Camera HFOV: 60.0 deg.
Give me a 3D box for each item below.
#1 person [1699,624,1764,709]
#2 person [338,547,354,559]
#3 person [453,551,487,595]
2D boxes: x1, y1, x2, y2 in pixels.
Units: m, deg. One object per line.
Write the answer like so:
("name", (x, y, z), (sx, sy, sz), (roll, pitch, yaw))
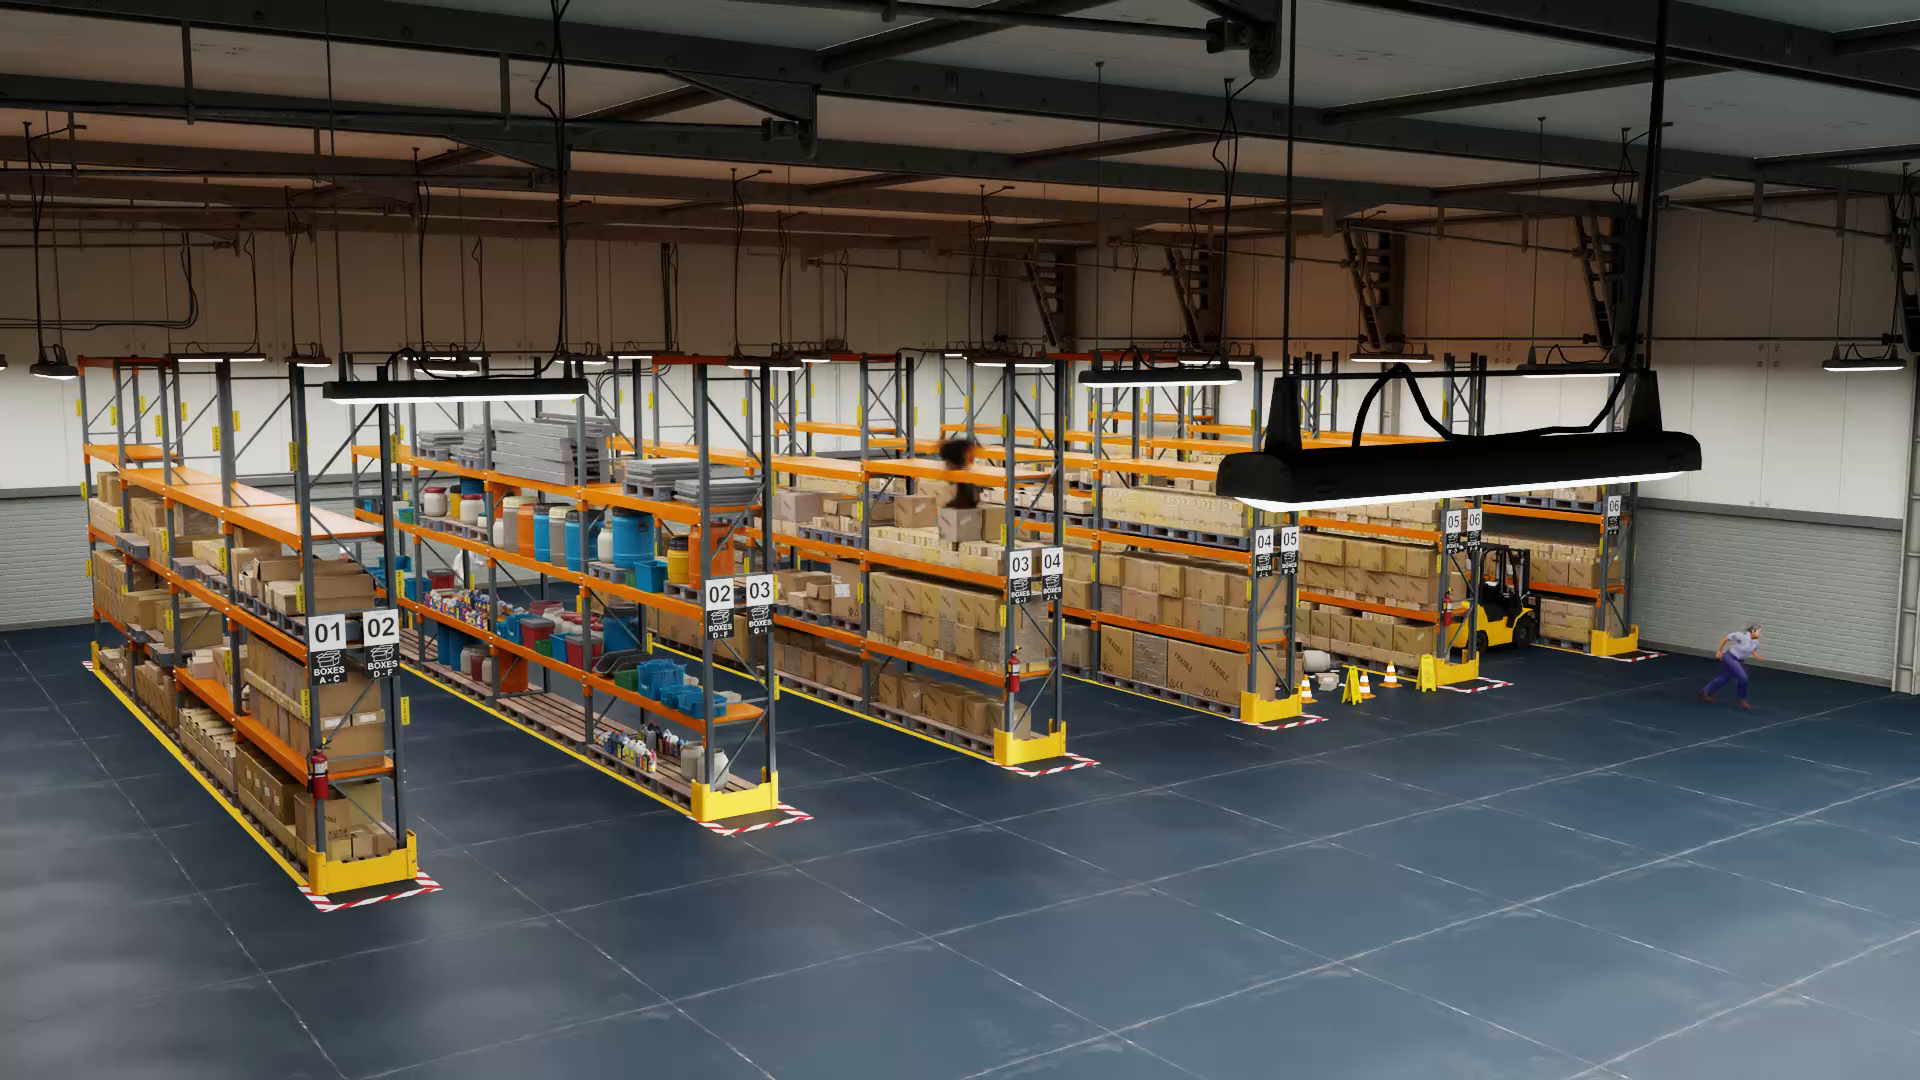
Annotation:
("person", (13.336, 2.117, 28.669), (0.574, 1.463, 1.038), (-5, 9, -37))
("person", (-13.808, 0.994, 37.045), (0.698, 1.686, 0.784), (1, 7, 10))
("person", (-11.512, 0.792, 39.044), (0.905, 1.641, 0.733), (0, 7, 1))
